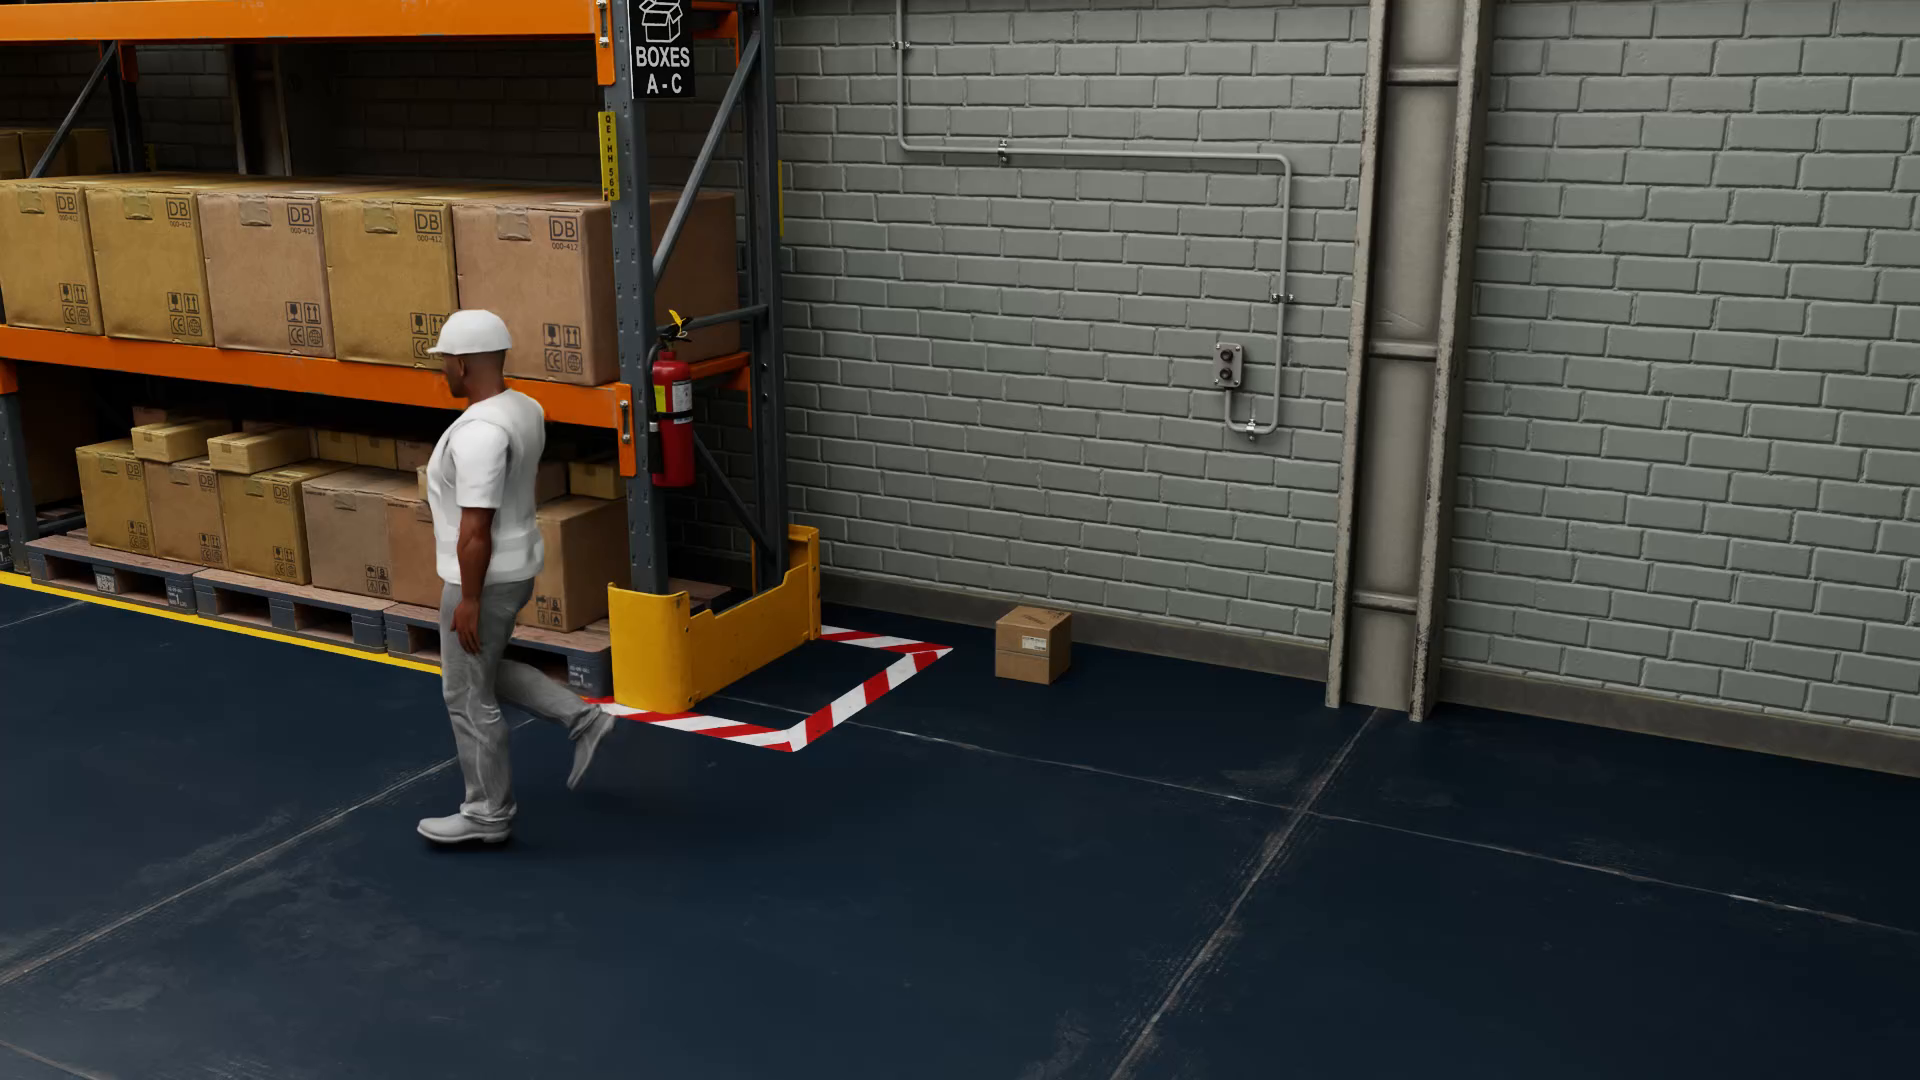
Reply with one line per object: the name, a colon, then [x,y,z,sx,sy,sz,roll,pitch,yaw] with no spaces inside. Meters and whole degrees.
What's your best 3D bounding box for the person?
person: [-1.503,0.115,5.517,0.633,1.752,0.603,0,16,1]
